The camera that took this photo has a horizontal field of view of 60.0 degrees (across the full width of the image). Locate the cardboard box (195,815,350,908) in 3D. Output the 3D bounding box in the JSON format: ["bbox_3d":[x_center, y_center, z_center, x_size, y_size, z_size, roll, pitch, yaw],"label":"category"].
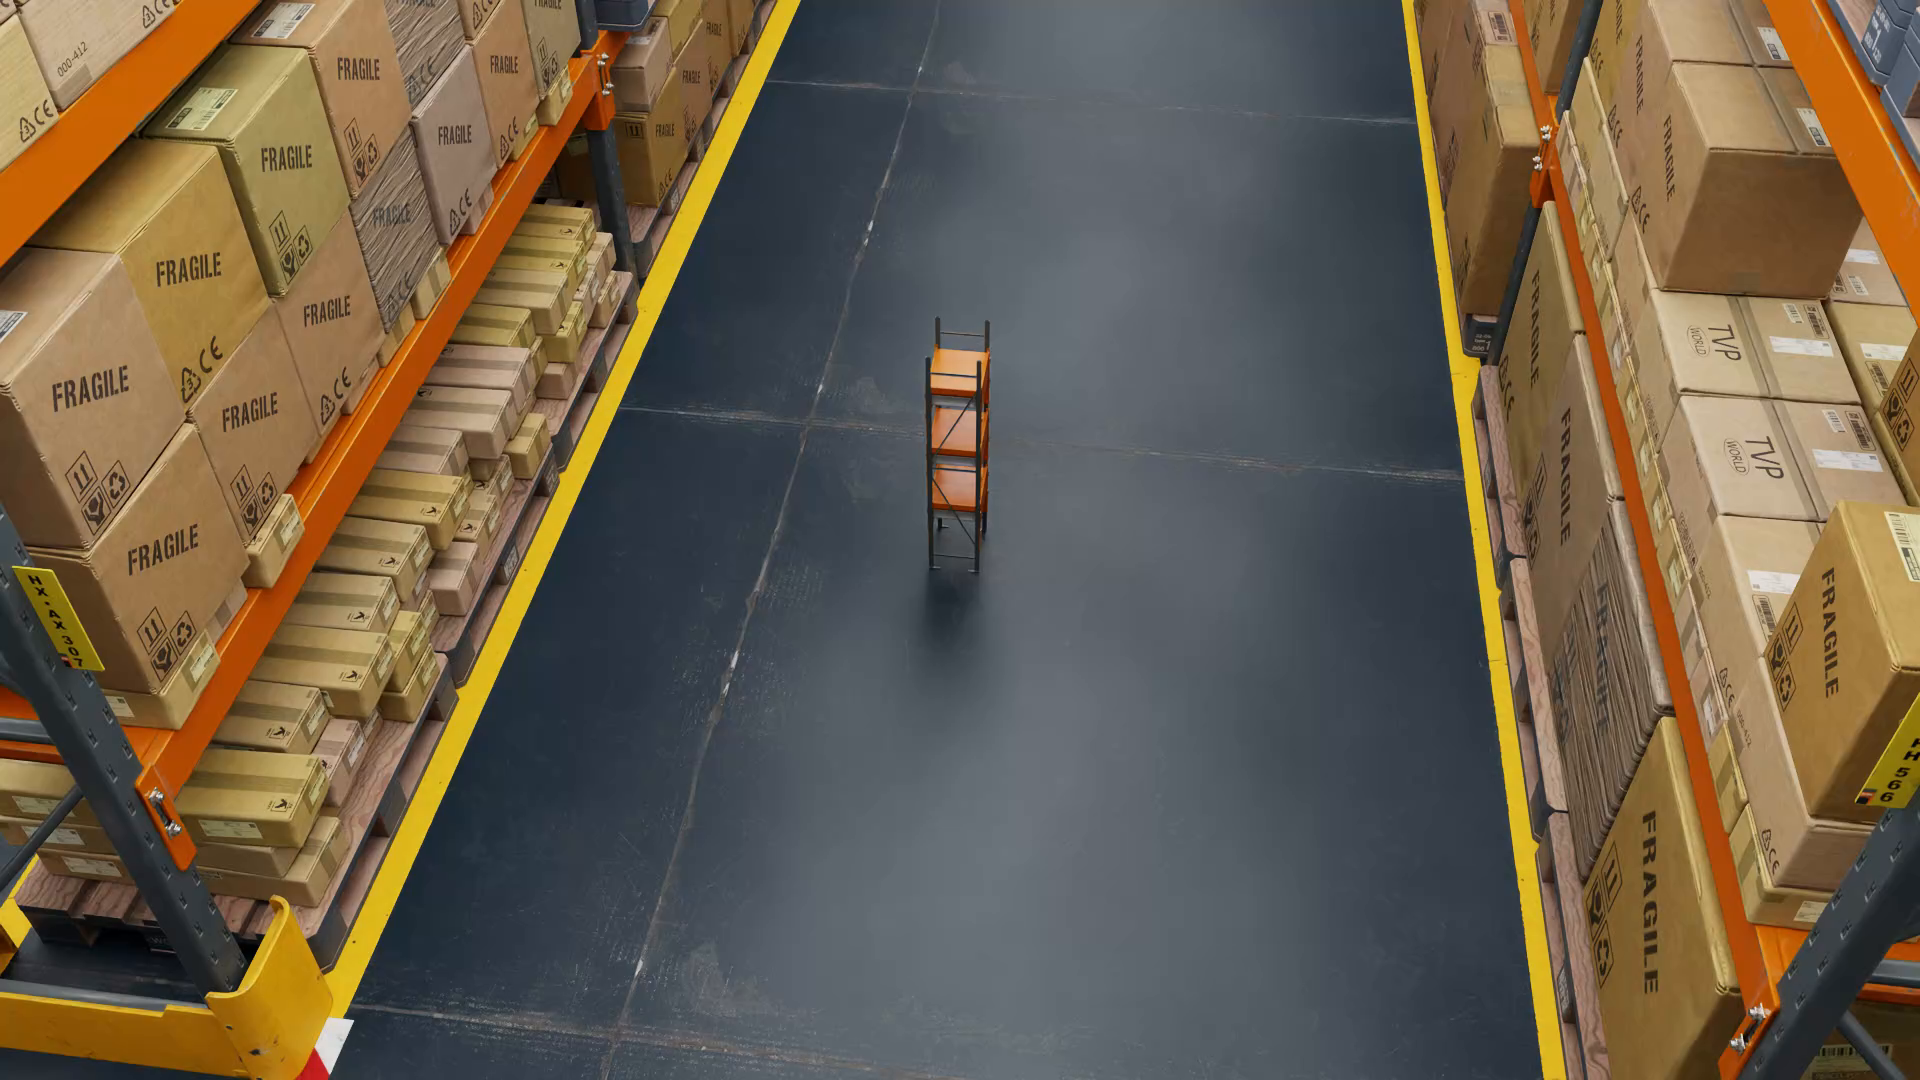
[{"bbox_3d":[-2.184,1.000,5.280,0.380,0.149,0.250,6,44,6],"label":"cardboard box"}]

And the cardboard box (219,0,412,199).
[{"bbox_3d":[-2.033,-1.388,5.018,0.500,0.500,0.500,4,44,4],"label":"cardboard box"}]

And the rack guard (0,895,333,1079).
[{"bbox_3d":[-2.560,1.301,5.012,1.175,0.500,0.348,5,44,6],"label":"rack guard"}]

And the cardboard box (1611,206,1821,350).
[{"bbox_3d":[2.406,-0.826,5.333,0.500,0.250,0.500,6,44,7],"label":"cardboard box"}]

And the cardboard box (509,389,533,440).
[{"bbox_3d":[-1.954,-0.555,6.706,0.380,0.149,0.250,6,44,7],"label":"cardboard box"}]

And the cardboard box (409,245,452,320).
[{"bbox_3d":[-1.983,-0.901,5.703,0.380,0.149,0.250,6,44,6],"label":"cardboard box"}]

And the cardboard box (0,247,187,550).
[{"bbox_3d":[-2.248,-0.344,3.915,0.500,0.500,0.500,5,44,5],"label":"cardboard box"}]

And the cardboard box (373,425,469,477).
[{"bbox_3d":[-2.072,-0.293,6.213,0.380,0.149,0.250,5,44,6],"label":"cardboard box"}]

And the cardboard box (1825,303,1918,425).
[{"bbox_3d":[2.860,-0.444,4.930,0.500,0.250,0.500,4,44,5],"label":"cardboard box"}]

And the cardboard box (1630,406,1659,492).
[{"bbox_3d":[2.256,-0.258,5.024,0.380,0.149,0.250,6,44,6],"label":"cardboard box"}]

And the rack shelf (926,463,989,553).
[{"bbox_3d":[-0.007,-0.135,6.549,0.215,0.259,0.240,5,44,6],"label":"rack shelf"}]

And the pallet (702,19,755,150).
[{"bbox_3d":[-1.781,-2.633,9.377,1.003,0.211,1.213,5,44,6],"label":"pallet"}]

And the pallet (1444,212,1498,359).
[{"bbox_3d":[2.889,-1.281,7.949,1.003,0.211,1.213,5,44,6],"label":"pallet"}]

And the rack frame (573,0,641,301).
[{"bbox_3d":[-2.042,-2.281,6.977,1.000,3.000,0.127,5,44,6],"label":"rack frame"}]

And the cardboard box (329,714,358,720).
[{"bbox_3d":[-2.210,0.530,5.560,0.380,0.149,0.250,6,44,6],"label":"cardboard box"}]

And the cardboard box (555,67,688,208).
[{"bbox_3d":[-1.681,-2.005,8.198,0.500,0.500,0.500,7,44,7],"label":"cardboard box"}]

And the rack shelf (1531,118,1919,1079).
[{"bbox_3d":[2.597,-0.137,5.236,1.077,0.370,4.000,5,44,6],"label":"rack shelf"}]

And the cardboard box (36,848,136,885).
[{"bbox_3d":[-2.708,0.950,5.333,0.380,0.149,0.250,6,44,6],"label":"cardboard box"}]

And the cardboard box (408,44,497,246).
[{"bbox_3d":[-1.962,-1.377,5.734,0.500,0.500,0.500,5,44,5],"label":"cardboard box"}]

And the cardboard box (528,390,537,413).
[{"bbox_3d":[-1.999,-0.576,6.944,0.380,0.149,0.250,4,44,4],"label":"cardboard box"}]

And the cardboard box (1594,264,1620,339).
[{"bbox_3d":[2.357,-0.786,5.581,0.380,0.149,0.250,5,44,5],"label":"cardboard box"}]

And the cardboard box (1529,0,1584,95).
[{"bbox_3d":[2.653,-2.141,6.756,0.500,0.500,0.500,5,44,6],"label":"cardboard box"}]

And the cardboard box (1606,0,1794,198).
[{"bbox_3d":[2.472,-1.449,5.446,0.500,0.500,0.500,5,44,6],"label":"cardboard box"}]

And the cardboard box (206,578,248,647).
[{"bbox_3d":[-2.210,0.168,4.573,0.380,0.149,0.250,7,44,7],"label":"cardboard box"}]

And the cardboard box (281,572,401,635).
[{"bbox_3d":[-2.136,0.251,5.639,0.380,0.149,0.250,3,44,3],"label":"cardboard box"}]

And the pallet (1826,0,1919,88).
[{"bbox_3d":[2.579,-1.432,3.964,1.003,0.211,1.213,5,44,6],"label":"pallet"}]

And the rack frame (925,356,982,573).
[{"bbox_3d":[-0.023,-0.262,6.263,0.200,1.050,0.008,5,44,6],"label":"rack frame"}]

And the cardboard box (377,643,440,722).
[{"bbox_3d":[-2.062,0.480,5.829,0.380,0.149,0.250,6,44,6],"label":"cardboard box"}]

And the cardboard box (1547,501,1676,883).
[{"bbox_3d":[2.458,0.521,5.258,0.875,0.875,0.875,5,44,6],"label":"cardboard box"}]

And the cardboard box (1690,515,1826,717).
[{"bbox_3d":[2.201,0.212,4.238,0.500,0.250,0.500,5,44,5],"label":"cardboard box"}]

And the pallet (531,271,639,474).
[{"bbox_3d":[-2.095,-0.807,7.449,1.003,0.211,1.213,5,44,6],"label":"pallet"}]

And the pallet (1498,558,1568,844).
[{"bbox_3d":[2.525,0.597,5.966,1.003,0.211,1.213,5,44,6],"label":"pallet"}]

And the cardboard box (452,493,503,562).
[{"bbox_3d":[-1.993,-0.055,6.395,0.380,0.149,0.250,5,44,6],"label":"cardboard box"}]

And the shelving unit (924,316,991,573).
[{"bbox_3d":[-0.007,-0.345,6.351,0.215,1.050,0.252,5,44,6],"label":"shelving unit"}]

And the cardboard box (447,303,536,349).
[{"bbox_3d":[-1.963,-0.830,6.780,0.380,0.149,0.250,7,44,7],"label":"cardboard box"}]

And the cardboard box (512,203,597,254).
[{"bbox_3d":[-1.831,-1.348,7.327,0.380,0.149,0.250,6,44,7],"label":"cardboard box"}]

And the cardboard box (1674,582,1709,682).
[{"bbox_3d":[2.154,0.265,4.472,0.380,0.149,0.250,6,44,6],"label":"cardboard box"}]

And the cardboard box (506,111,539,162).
[{"bbox_3d":[-1.868,-1.611,6.453,0.380,0.149,0.250,7,44,7],"label":"cardboard box"}]

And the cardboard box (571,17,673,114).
[{"bbox_3d":[-1.682,-2.277,7.941,0.500,0.250,0.500,3,44,4],"label":"cardboard box"}]

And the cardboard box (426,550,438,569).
[{"bbox_3d":[-2.133,-0.013,6.134,0.380,0.149,0.250,7,44,8],"label":"cardboard box"}]

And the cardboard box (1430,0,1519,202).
[{"bbox_3d":[3.044,-2.189,8.120,1.225,0.875,0.875,4,44,4],"label":"cardboard box"}]

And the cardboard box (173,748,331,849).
[{"bbox_3d":[-2.164,0.786,5.074,0.380,0.149,0.250,3,44,4],"label":"cardboard box"}]

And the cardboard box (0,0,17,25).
[{"bbox_3d":[-2.253,-1.053,3.244,0.500,0.250,0.500,6,44,6],"label":"cardboard box"}]

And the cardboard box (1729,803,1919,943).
[{"bbox_3d":[2.053,0.784,3.923,0.380,0.149,0.250,6,44,6],"label":"cardboard box"}]

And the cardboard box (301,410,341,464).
[{"bbox_3d":[-2.163,-0.382,5.154,0.380,0.149,0.250,5,44,5],"label":"cardboard box"}]

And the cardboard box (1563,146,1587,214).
[{"bbox_3d":[2.458,-1.319,6.144,0.380,0.149,0.250,4,44,4],"label":"cardboard box"}]

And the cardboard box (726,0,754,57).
[{"bbox_3d":[-1.467,-3.064,9.317,0.500,0.500,0.500,3,44,4],"label":"cardboard box"}]

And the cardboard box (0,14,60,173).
[{"bbox_3d":[-2.258,-0.872,3.417,0.500,0.250,0.500,7,44,7],"label":"cardboard box"}]

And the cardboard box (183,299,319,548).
[{"bbox_3d":[-2.192,-0.347,4.646,0.500,0.500,0.500,5,44,6],"label":"cardboard box"}]

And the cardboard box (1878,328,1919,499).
[{"bbox_3d":[2.792,-0.358,4.293,0.500,0.500,0.500,4,44,4],"label":"cardboard box"}]

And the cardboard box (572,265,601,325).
[{"bbox_3d":[-1.792,-1.077,7.257,0.380,0.149,0.250,3,44,4],"label":"cardboard box"}]
